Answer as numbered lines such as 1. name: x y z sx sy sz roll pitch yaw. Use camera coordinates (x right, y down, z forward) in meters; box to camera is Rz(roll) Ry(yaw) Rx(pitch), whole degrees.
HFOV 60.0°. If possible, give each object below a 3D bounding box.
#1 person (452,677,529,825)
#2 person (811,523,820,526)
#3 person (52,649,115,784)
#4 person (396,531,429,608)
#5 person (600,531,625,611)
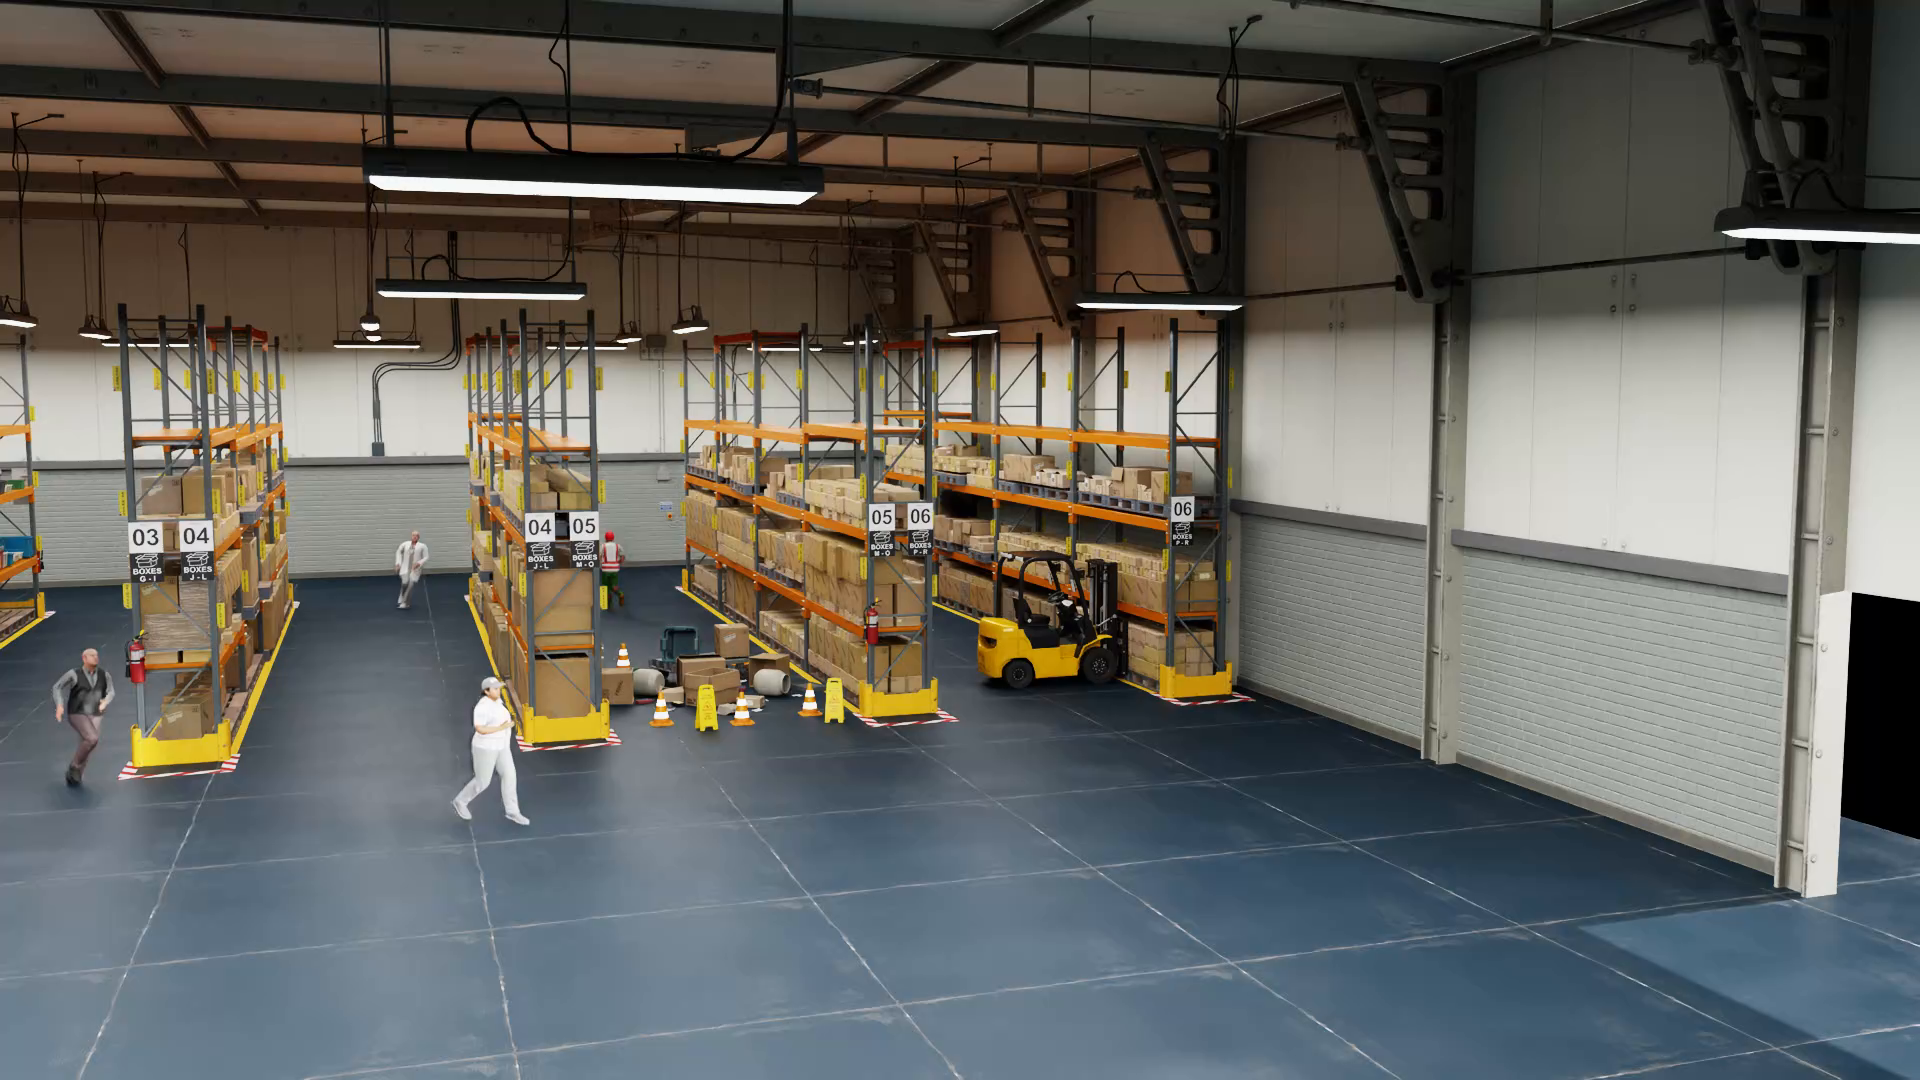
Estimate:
1. person: -5.321 2.374 18.803 0.903 1.673 0.632 2 6 17
2. person: -3.161 0.462 36.121 0.611 1.656 0.515 -2 6 -24
3. person: -10.854 2.195 20.748 0.640 1.655 0.651 4 7 35
4. person: -12.117 0.661 36.777 0.720 1.700 0.610 -1 6 -12
5. person: -7.646 0.690 36.380 0.657 1.763 0.692 -3 6 -30
